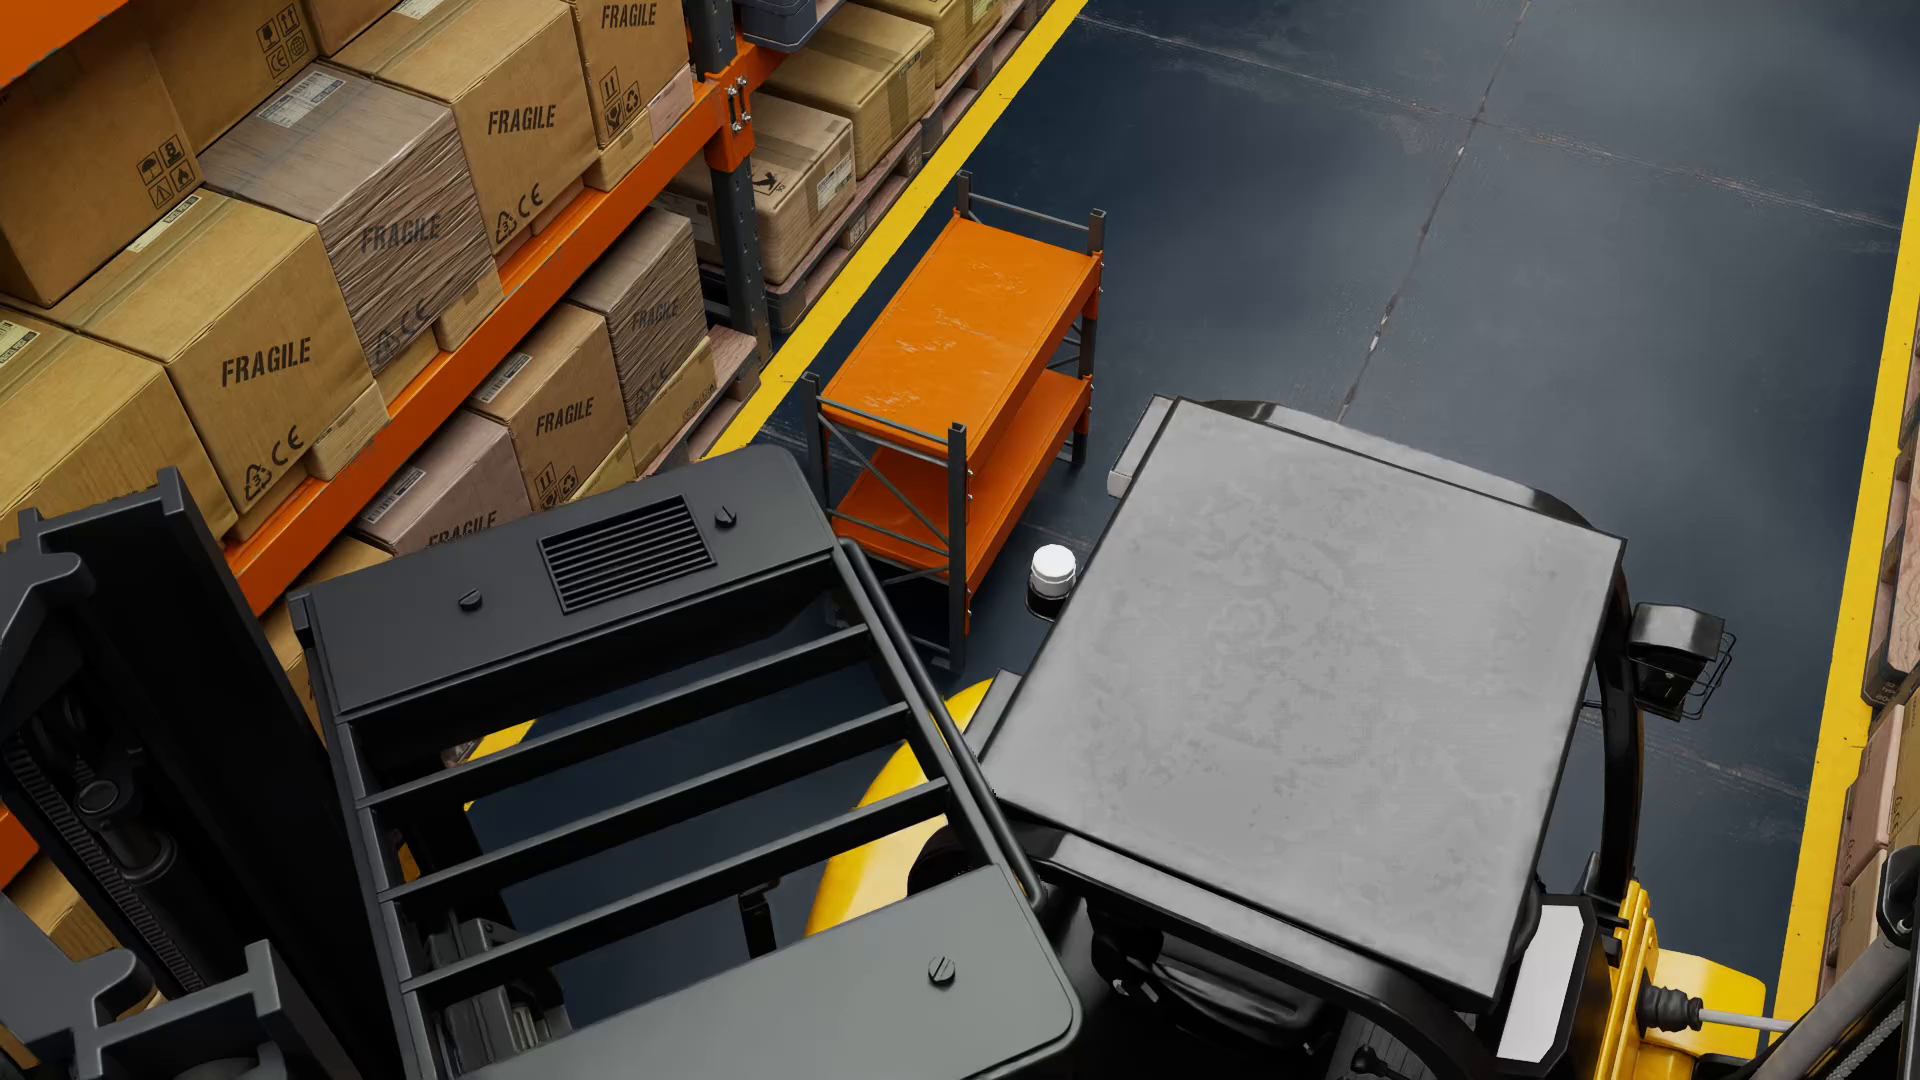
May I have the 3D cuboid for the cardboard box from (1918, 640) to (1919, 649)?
[{"bbox_3d":[3.513,0.088,4.989,0.875,0.625,0.625,22,53,18],"label":"cardboard box"}]

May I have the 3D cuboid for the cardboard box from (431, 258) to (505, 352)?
[{"bbox_3d":[-1.482,-0.692,4.534,0.380,0.149,0.250,19,52,16],"label":"cardboard box"}]

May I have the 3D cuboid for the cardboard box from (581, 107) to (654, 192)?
[{"bbox_3d":[-1.151,-1.219,4.982,0.380,0.149,0.250,21,53,17],"label":"cardboard box"}]

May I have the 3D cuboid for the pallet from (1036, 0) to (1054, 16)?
[{"bbox_3d":[0.184,-3.108,8.256,1.003,0.211,1.213,20,52,16],"label":"pallet"}]

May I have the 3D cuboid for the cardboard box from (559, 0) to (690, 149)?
[{"bbox_3d":[-1.154,-1.536,4.827,0.500,0.500,0.500,19,52,15],"label":"cardboard box"}]

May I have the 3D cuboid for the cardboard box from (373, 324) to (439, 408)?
[{"bbox_3d":[-1.619,-0.526,4.393,0.380,0.149,0.250,19,52,15],"label":"cardboard box"}]

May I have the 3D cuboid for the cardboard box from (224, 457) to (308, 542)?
[{"bbox_3d":[-1.856,-0.182,4.101,0.380,0.149,0.250,19,52,15],"label":"cardboard box"}]

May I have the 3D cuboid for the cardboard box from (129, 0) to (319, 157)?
[{"bbox_3d":[-2.050,-1.333,3.998,0.700,0.500,0.500,19,52,15],"label":"cardboard box"}]

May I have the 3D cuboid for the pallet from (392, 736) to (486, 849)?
[{"bbox_3d":[-1.964,0.426,5.249,1.003,0.211,1.213,20,52,16],"label":"pallet"}]

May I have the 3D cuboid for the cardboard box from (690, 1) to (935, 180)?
[{"bbox_3d":[-0.664,-1.937,6.879,0.950,0.372,0.625,23,53,18],"label":"cardboard box"}]

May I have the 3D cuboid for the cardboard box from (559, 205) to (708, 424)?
[{"bbox_3d":[-1.200,-0.788,5.488,0.500,0.500,0.500,19,52,16],"label":"cardboard box"}]

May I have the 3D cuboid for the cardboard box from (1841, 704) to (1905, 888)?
[{"bbox_3d":[2.794,0.798,4.631,0.500,0.250,0.500,20,53,16],"label":"cardboard box"}]

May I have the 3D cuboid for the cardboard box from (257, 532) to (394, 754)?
[{"bbox_3d":[-1.853,0.286,4.575,0.500,0.500,0.500,21,53,17],"label":"cardboard box"}]

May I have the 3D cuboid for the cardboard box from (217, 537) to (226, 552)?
[{"bbox_3d":[-1.996,-0.011,3.954,0.380,0.149,0.250,21,53,17],"label":"cardboard box"}]

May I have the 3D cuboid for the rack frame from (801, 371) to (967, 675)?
[{"bbox_3d":[-0.214,-0.019,5.028,0.500,1.125,0.032,20,52,16],"label":"rack frame"}]

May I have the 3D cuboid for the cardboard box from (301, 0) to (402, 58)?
[{"bbox_3d":[-1.811,-1.670,4.284,0.700,0.500,0.500,20,52,16],"label":"cardboard box"}]

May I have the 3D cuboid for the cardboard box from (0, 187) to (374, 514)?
[{"bbox_3d":[-1.800,-0.467,3.917,0.500,0.500,0.500,19,52,15],"label":"cardboard box"}]

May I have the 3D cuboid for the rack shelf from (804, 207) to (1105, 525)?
[{"bbox_3d":[0.003,-0.559,5.103,0.538,0.278,1.000,20,52,16],"label":"rack shelf"}]

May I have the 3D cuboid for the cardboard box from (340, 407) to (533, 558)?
[{"bbox_3d":[-1.632,-0.085,4.890,0.500,0.500,0.500,22,53,18],"label":"cardboard box"}]

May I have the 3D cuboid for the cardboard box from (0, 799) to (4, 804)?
[{"bbox_3d":[-2.134,0.380,3.622,0.380,0.149,0.250,21,53,17],"label":"cardboard box"}]

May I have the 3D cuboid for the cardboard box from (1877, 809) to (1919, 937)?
[{"bbox_3d":[2.601,0.991,4.139,0.500,0.250,0.500,20,52,16],"label":"cardboard box"}]

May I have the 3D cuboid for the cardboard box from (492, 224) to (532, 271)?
[{"bbox_3d":[-1.452,-0.898,4.709,0.380,0.149,0.250,19,52,16],"label":"cardboard box"}]

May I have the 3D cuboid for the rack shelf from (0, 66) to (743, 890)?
[{"bbox_3d":[-2.044,-0.184,4.410,1.077,0.370,4.000,20,52,16],"label":"rack shelf"}]

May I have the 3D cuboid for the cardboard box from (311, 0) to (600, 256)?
[{"bbox_3d":[-1.368,-1.180,4.523,0.500,0.500,0.500,21,53,17],"label":"cardboard box"}]

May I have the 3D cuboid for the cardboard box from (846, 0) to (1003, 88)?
[{"bbox_3d":[-0.368,-2.417,7.286,0.950,0.372,0.625,21,53,17],"label":"cardboard box"}]

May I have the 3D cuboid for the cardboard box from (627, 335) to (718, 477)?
[{"bbox_3d":[-1.199,-0.545,5.774,0.500,0.250,0.500,22,53,18],"label":"cardboard box"}]

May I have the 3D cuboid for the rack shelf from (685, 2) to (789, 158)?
[{"bbox_3d":[-0.335,-2.939,6.753,1.077,0.370,4.000,20,52,16],"label":"rack shelf"}]

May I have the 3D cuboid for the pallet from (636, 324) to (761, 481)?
[{"bbox_3d":[-1.444,-0.417,5.966,1.003,0.211,1.213,20,52,16],"label":"pallet"}]

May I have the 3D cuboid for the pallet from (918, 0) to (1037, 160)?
[{"bbox_3d":[-0.338,-2.271,7.543,1.003,0.211,1.213,20,52,16],"label":"pallet"}]

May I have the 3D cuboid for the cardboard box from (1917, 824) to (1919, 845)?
[{"bbox_3d":[2.582,0.829,3.949,0.500,0.250,0.500,20,52,16],"label":"cardboard box"}]

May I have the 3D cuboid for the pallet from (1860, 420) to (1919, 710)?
[{"bbox_3d":[3.580,0.201,5.440,1.003,0.211,1.213,20,52,16],"label":"pallet"}]

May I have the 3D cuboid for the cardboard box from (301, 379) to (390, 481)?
[{"bbox_3d":[-1.696,-0.337,4.232,0.380,0.149,0.250,20,53,16],"label":"cardboard box"}]

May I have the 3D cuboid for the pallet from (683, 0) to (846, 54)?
[{"bbox_3d":[-0.731,-2.211,5.788,1.003,0.211,1.213,20,52,16],"label":"pallet"}]

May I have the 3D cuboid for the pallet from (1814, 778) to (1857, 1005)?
[{"bbox_3d":[2.922,1.255,4.543,1.003,0.211,1.213,20,52,16],"label":"pallet"}]

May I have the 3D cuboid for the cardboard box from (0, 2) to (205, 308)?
[{"bbox_3d":[-2.191,-0.945,3.667,0.700,0.500,0.500,19,52,16],"label":"cardboard box"}]

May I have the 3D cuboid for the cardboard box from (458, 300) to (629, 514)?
[{"bbox_3d":[-1.415,-0.437,5.190,0.500,0.500,0.500,21,53,17],"label":"cardboard box"}]

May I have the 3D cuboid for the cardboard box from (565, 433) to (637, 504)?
[{"bbox_3d":[-1.417,-0.175,5.459,0.500,0.250,0.500,19,52,15],"label":"cardboard box"}]

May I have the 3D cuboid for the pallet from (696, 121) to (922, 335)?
[{"bbox_3d":[-0.858,-1.428,6.826,1.003,0.211,1.213,20,52,16],"label":"pallet"}]

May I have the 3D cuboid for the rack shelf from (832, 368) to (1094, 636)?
[{"bbox_3d":[0.003,-0.211,5.512,0.538,0.278,1.000,20,52,16],"label":"rack shelf"}]

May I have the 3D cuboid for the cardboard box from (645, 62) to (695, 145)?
[{"bbox_3d":[-1.051,-1.393,5.130,0.380,0.149,0.250,19,52,16],"label":"cardboard box"}]

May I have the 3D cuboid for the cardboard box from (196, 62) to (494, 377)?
[{"bbox_3d":[-1.586,-0.821,4.218,0.500,0.500,0.500,21,53,17],"label":"cardboard box"}]

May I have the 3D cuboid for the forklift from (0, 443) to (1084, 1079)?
[{"bbox_3d":[-0.477,1.018,2.959,3.031,2.935,1.130,-19,52,-15],"label":"forklift"}]

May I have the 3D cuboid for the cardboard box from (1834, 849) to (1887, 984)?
[{"bbox_3d":[2.591,1.153,4.329,0.500,0.250,0.500,19,52,15],"label":"cardboard box"}]

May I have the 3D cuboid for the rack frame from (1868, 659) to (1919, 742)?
[{"bbox_3d":[3.300,-0.182,3.935,1.000,3.000,0.127,20,52,16],"label":"rack frame"}]

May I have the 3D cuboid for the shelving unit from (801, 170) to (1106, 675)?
[{"bbox_3d":[0.003,-0.369,5.326,0.538,1.125,1.048,20,52,16],"label":"shelving unit"}]

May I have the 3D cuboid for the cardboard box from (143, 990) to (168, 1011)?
[{"bbox_3d":[-2.304,1.249,4.247,0.500,0.250,0.500,19,52,16],"label":"cardboard box"}]

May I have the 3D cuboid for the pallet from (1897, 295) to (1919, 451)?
[{"bbox_3d":[4.099,-0.642,6.157,1.003,0.211,1.213,20,52,16],"label":"pallet"}]

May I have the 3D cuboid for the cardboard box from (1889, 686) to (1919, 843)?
[{"bbox_3d":[2.814,0.644,4.434,0.500,0.250,0.500,20,52,16],"label":"cardboard box"}]

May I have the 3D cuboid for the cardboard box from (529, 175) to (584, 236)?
[{"bbox_3d":[-1.333,-1.064,4.851,0.380,0.149,0.250,20,52,16],"label":"cardboard box"}]

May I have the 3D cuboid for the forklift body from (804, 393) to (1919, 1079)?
[{"bbox_3d":[0.752,0.948,3.531,2.313,2.155,1.214,20,52,16],"label":"forklift body"}]

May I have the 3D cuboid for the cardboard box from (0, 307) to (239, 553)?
[{"bbox_3d":[-2.010,-0.114,3.616,0.500,0.500,0.500,19,52,15],"label":"cardboard box"}]

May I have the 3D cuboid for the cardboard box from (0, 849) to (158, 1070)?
[{"bbox_3d":[-2.294,0.990,3.976,0.500,0.500,0.500,18,52,15],"label":"cardboard box"}]

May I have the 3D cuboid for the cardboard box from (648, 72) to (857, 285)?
[{"bbox_3d":[-0.968,-1.441,6.456,0.950,0.372,0.625,20,53,17],"label":"cardboard box"}]

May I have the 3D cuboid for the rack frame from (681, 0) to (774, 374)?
[{"bbox_3d":[-1.189,-1.795,5.307,1.000,3.000,0.127,20,52,16],"label":"rack frame"}]

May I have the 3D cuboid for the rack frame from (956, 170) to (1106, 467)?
[{"bbox_3d":[0.220,-0.719,5.623,0.500,1.125,0.032,20,52,16],"label":"rack frame"}]
